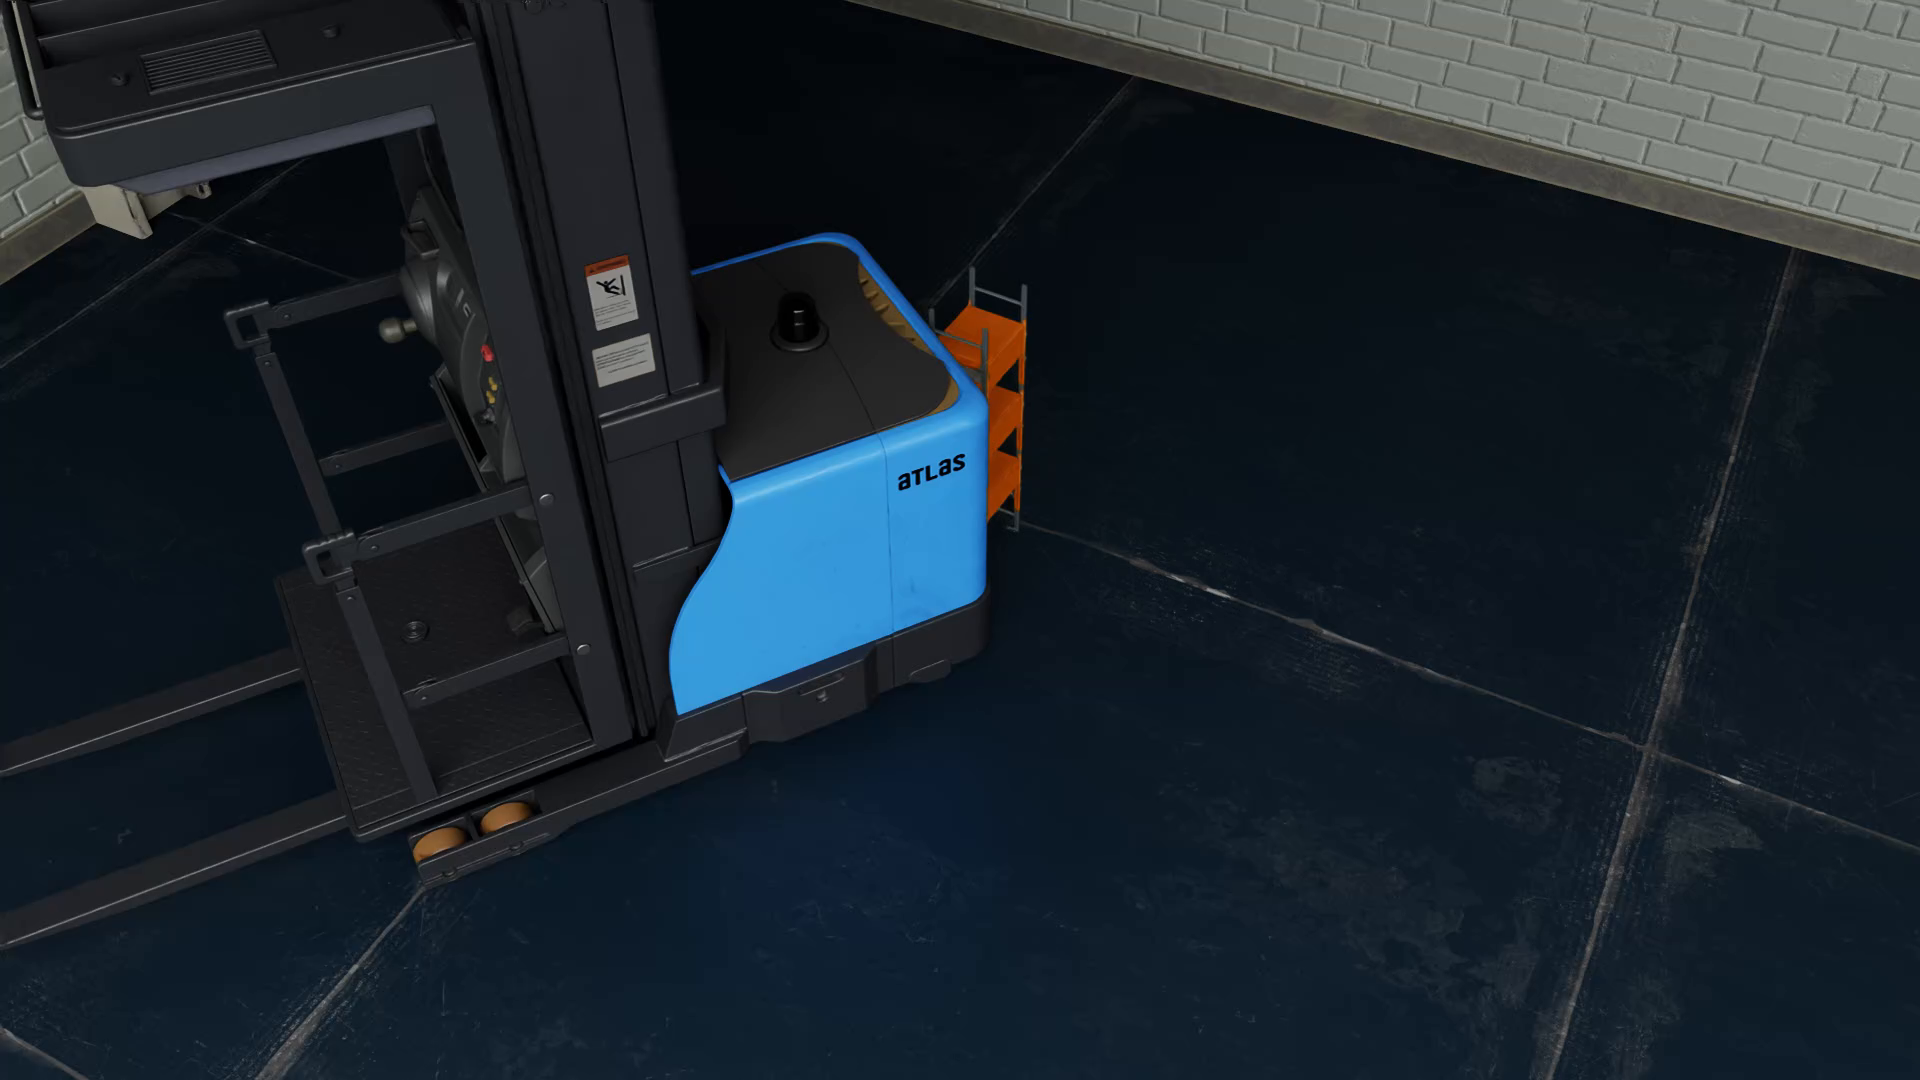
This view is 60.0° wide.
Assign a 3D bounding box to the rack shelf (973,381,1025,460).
[{"bbox_3d":[0.056,-0.352,5.375,0.215,0.259,0.240,22,49,21],"label":"rack shelf"}]

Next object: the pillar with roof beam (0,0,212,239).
[{"bbox_3d":[0.331,-3.182,2.568,9.100,9.000,0.400,20,49,19],"label":"pillar with roof beam"}]

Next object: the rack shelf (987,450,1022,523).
[{"bbox_3d":[0.056,-0.157,5.572,0.215,0.259,0.240,22,49,21],"label":"rack shelf"}]

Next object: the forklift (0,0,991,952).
[{"bbox_3d":[-1.453,-0.478,4.162,3.031,2.935,1.130,-20,49,-19],"label":"forklift"}]

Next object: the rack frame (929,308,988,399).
[{"bbox_3d":[-0.005,-0.284,5.293,0.200,1.050,0.008,22,49,21],"label":"rack frame"}]

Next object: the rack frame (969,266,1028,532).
[{"bbox_3d":[0.117,-0.435,5.441,0.200,1.050,0.008,22,49,21],"label":"rack frame"}]

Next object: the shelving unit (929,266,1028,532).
[{"bbox_3d":[0.056,-0.359,5.367,0.215,1.050,0.252,22,49,21],"label":"shelving unit"}]

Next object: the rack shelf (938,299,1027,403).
[{"bbox_3d":[0.056,-0.551,5.173,0.215,0.259,0.240,22,49,21],"label":"rack shelf"}]
